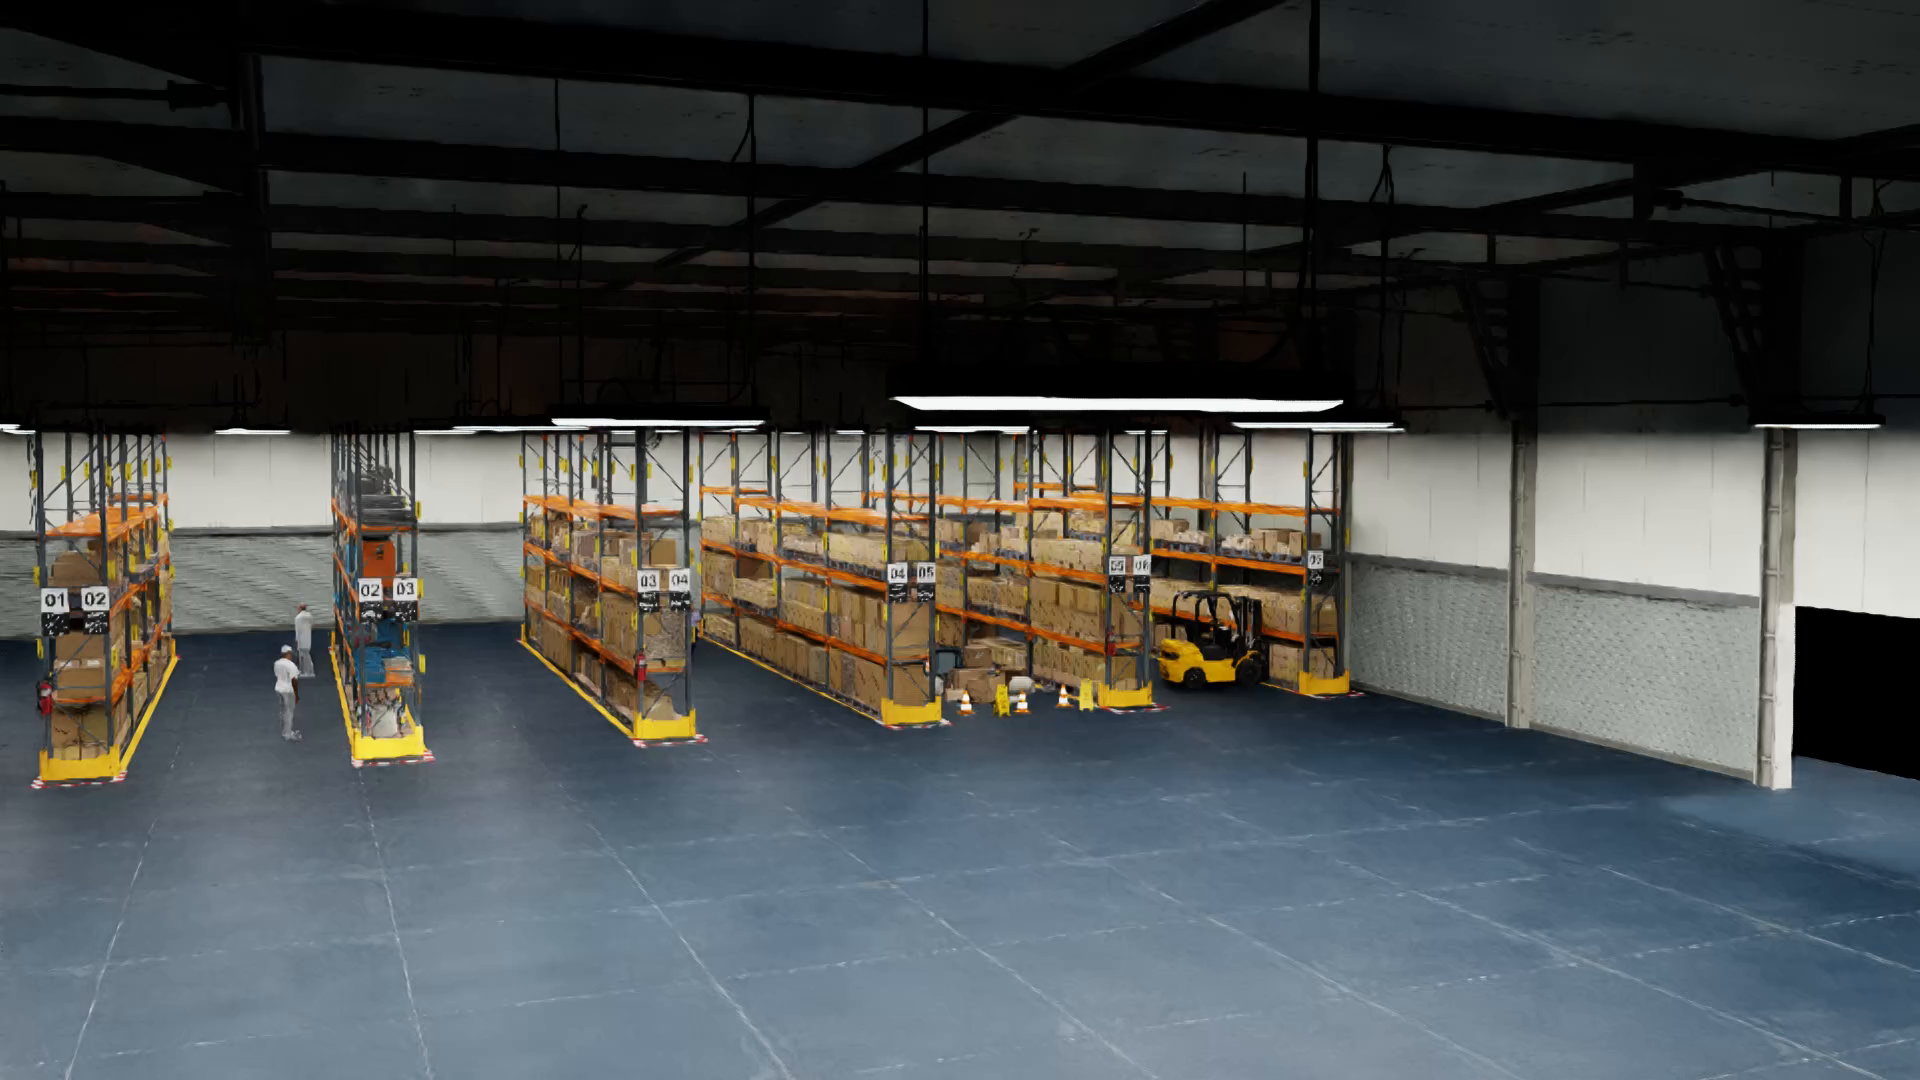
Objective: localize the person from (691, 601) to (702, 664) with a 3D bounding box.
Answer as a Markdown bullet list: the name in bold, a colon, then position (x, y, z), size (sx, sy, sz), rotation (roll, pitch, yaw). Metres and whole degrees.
- **person**: position (-6.745, 2.315, 41.853), size (0.491, 1.577, 1.001), rotation (-2, 4, -23)

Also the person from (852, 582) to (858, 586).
- **person**: position (-2.916, 1.953, 46.361), size (0.548, 1.720, 0.607), rotation (0, 4, -5)

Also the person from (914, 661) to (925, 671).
- **person**: position (-1.078, 2.429, 39.786), size (0.529, 1.586, 0.523), rotation (1, 4, 8)

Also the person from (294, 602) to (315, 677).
- **person**: position (-15.653, 2.348, 39.540), size (0.648, 1.772, 0.698), rotation (0, 4, -4)

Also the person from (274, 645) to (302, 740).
- **person**: position (-12.673, 2.861, 31.435), size (0.632, 1.762, 0.447), rotation (3, 4, 36)
